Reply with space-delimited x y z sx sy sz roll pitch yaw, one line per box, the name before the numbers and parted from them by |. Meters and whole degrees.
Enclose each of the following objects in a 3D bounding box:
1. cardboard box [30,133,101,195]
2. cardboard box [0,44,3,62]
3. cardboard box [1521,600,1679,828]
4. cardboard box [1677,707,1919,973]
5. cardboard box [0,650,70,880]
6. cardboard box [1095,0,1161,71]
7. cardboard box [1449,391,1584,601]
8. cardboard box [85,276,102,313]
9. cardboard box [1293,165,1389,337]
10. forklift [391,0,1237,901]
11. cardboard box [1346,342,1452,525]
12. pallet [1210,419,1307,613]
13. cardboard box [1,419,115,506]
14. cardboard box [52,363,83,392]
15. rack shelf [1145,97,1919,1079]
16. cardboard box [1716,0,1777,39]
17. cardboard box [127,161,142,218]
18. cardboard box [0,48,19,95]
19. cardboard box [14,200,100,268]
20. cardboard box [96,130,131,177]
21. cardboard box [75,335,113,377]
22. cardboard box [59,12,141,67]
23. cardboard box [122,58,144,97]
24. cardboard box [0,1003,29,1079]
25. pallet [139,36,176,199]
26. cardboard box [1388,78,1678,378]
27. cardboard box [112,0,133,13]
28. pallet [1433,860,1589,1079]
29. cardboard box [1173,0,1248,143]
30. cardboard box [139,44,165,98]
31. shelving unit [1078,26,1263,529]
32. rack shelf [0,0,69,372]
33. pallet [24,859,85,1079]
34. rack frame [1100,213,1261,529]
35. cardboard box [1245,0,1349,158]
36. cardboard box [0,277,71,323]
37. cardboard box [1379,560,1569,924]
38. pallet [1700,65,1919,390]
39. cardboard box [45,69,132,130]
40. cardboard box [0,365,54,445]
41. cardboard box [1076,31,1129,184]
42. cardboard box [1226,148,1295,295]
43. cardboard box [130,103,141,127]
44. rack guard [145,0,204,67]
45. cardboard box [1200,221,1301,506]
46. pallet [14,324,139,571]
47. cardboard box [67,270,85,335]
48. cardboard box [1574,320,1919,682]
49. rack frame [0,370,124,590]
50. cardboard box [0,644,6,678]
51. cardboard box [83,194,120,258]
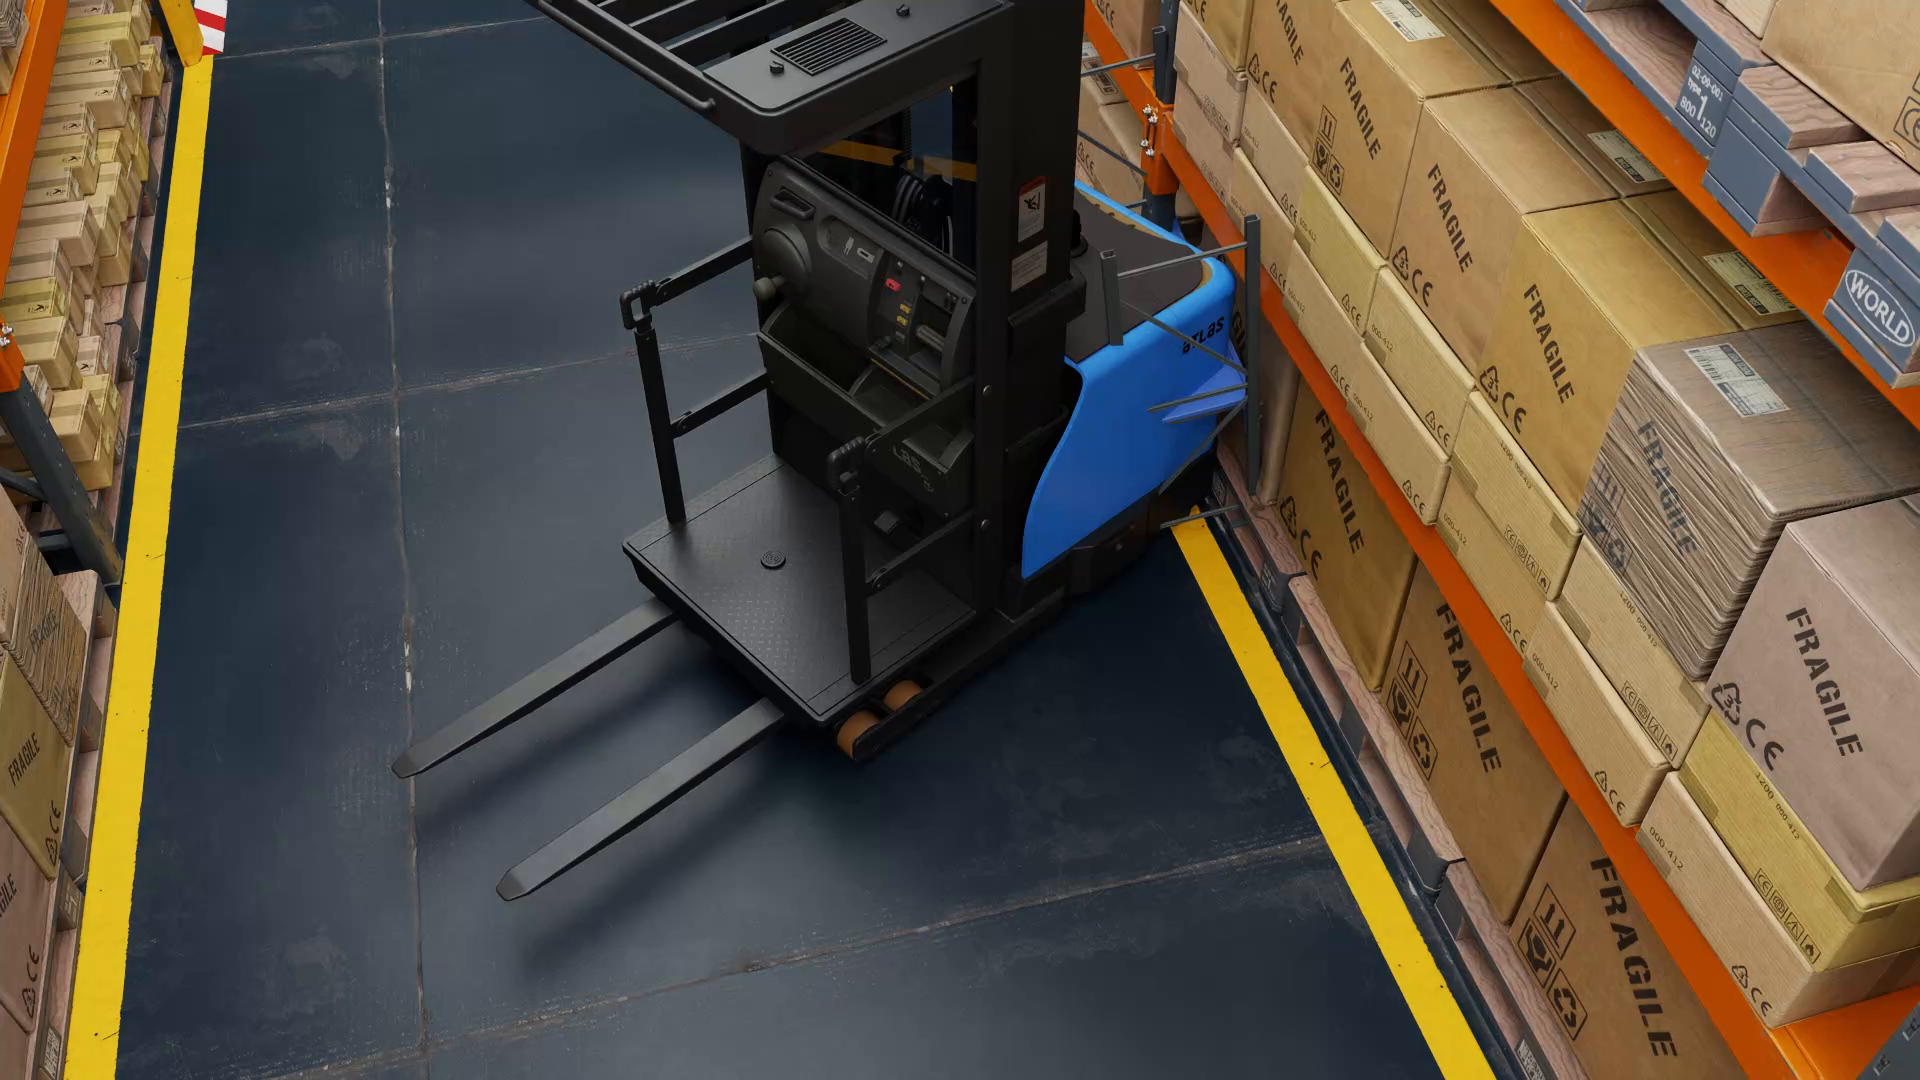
cardboard box | -3.831 -1.548 6.952 0.380 0.149 0.250 -10 47 -10
cardboard box | -3.584 -1.699 5.536 0.500 0.500 0.500 -11 47 -10
cardboard box | 1.689 0.357 3.905 0.500 0.250 0.500 -10 46 -10
cardboard box | 1.846 0.545 3.370 0.500 0.250 0.500 -11 47 -10
cardboard box | -3.003 0.716 4.904 0.500 0.500 0.500 -12 47 -11
cardboard box | 0.826 -2.114 6.152 0.500 0.500 0.500 -10 46 -10
cardboard box | 1.561 -0.158 4.059 0.500 0.250 0.500 -12 47 -11
cardboard box | -3.748 -0.982 6.814 0.380 0.149 0.250 -13 47 -12
cardboard box | 1.296 -0.865 4.753 0.500 0.250 0.500 -10 46 -10
forklift | -0.460 -0.718 4.902 3.031 2.935 1.130 -34 54 -29
cardboard box | 1.418 -0.341 4.589 0.500 0.250 0.500 -11 47 -11
pallet | 1.462 -0.311 6.407 1.003 0.211 1.213 -11 47 -10
cardboard box | -3.350 -0.290 6.136 0.380 0.149 0.250 -13 47 -12
cardboard box | -3.502 -0.552 6.184 0.380 0.149 0.250 -10 46 -10
rack shelf | 1.704 -0.173 4.823 1.077 0.370 4.000 -11 47 -10
cardboard box | 1.525 -1.081 2.909 0.396 0.266 0.258 -12 47 -11
cardboard box | -3.855 -1.534 7.356 0.380 0.149 0.250 -10 46 -10
cardboard box | -3.646 -1.713 6.004 0.380 0.149 0.250 -10 46 -10
cardboard box | -3.656 -1.197 6.609 0.380 0.149 0.250 -10 46 -9
cardboard box | -3.853 -1.640 7.251 0.380 0.149 0.250 -9 46 -8
cardboard box | -3.532 -0.636 6.475 0.380 0.149 0.250 -11 47 -11
cardboard box | -4.013 -2.291 7.681 0.380 0.149 0.250 -12 47 -11
cardboard box | -4.046 -2.175 7.776 0.380 0.149 0.250 -12 47 -12
cardboard box | -2.746 1.423 4.211 0.500 0.500 0.500 -12 47 -11
pallet | -4.398 -1.997 8.059 1.003 0.211 1.213 -11 47 -10
cardboard box | 1.448 -0.786 4.150 0.500 0.500 0.500 -11 47 -11
cardboard box | -4.211 -2.631 8.014 0.380 0.149 0.250 -10 46 -10
pallet | 2.087 1.374 4.756 1.003 0.211 1.213 -11 47 -10
cardboard box | 1.032 -1.573 5.446 0.500 0.250 0.500 -12 47 -11
cardboard box | -4.091 -2.258 8.064 0.380 0.149 0.250 -9 46 -9
shelving unit | 0.672 -0.859 5.981 0.538 1.500 1.048 -14 52 -1
rack shelf | -4.079 -1.960 6.575 1.077 0.370 4.000 -11 47 -10
pallet | -3.051 1.526 4.607 1.003 0.211 1.213 -11 47 -10
rack frame | 0.777 -0.474 5.665 0.500 1.500 0.032 -14 52 -1
cardboard box | 1.184 -1.488 4.838 0.500 0.500 0.500 -11 47 -11
cardboard box | -3.581 -0.831 6.250 0.380 0.149 0.250 -11 47 -11
cardboard box | 1.895 0.444 4.909 0.875 0.875 0.875 -10 46 -10
pallet | 2.000 -0.463 2.636 1.213 0.211 1.003 -9 46 -8
cardboard box | -3.885 -1.926 7.323 0.380 0.149 0.250 -9 46 -9
cardboard box | -3.455 -0.464 5.890 0.380 0.149 0.250 -9 46 -9
cardboard box | 0.905 -2.127 7.734 0.875 0.438 0.875 -12 47 -11
cardboard box | 1.183 -1.044 5.278 0.500 0.250 0.500 -12 47 -11
cardboard box | -4.031 -1.891 7.705 0.380 0.149 0.250 -10 46 -10
rack guard | -4.572 -2.665 8.512 1.175 0.500 0.348 -11 47 -10
cardboard box | 1.428 -0.796 6.123 0.875 0.875 0.875 -9 46 -9
pallet | -3.773 -0.312 6.408 1.003 0.211 1.213 -11 47 -10
cardboard box | -3.666 -0.900 6.526 0.380 0.149 0.250 -13 47 -12
cardboard box | 1.691 -0.091 3.469 0.500 0.500 0.500 -10 46 -10
rack frame | -3.567 -0.831 4.964 1.000 3.000 0.127 -11 47 -10
cardboard box | -3.014 0.460 4.631 0.500 0.250 0.500 -9 46 -8
cardboard box | -3.717 -1.280 6.898 0.380 0.149 0.250 -11 47 -11
